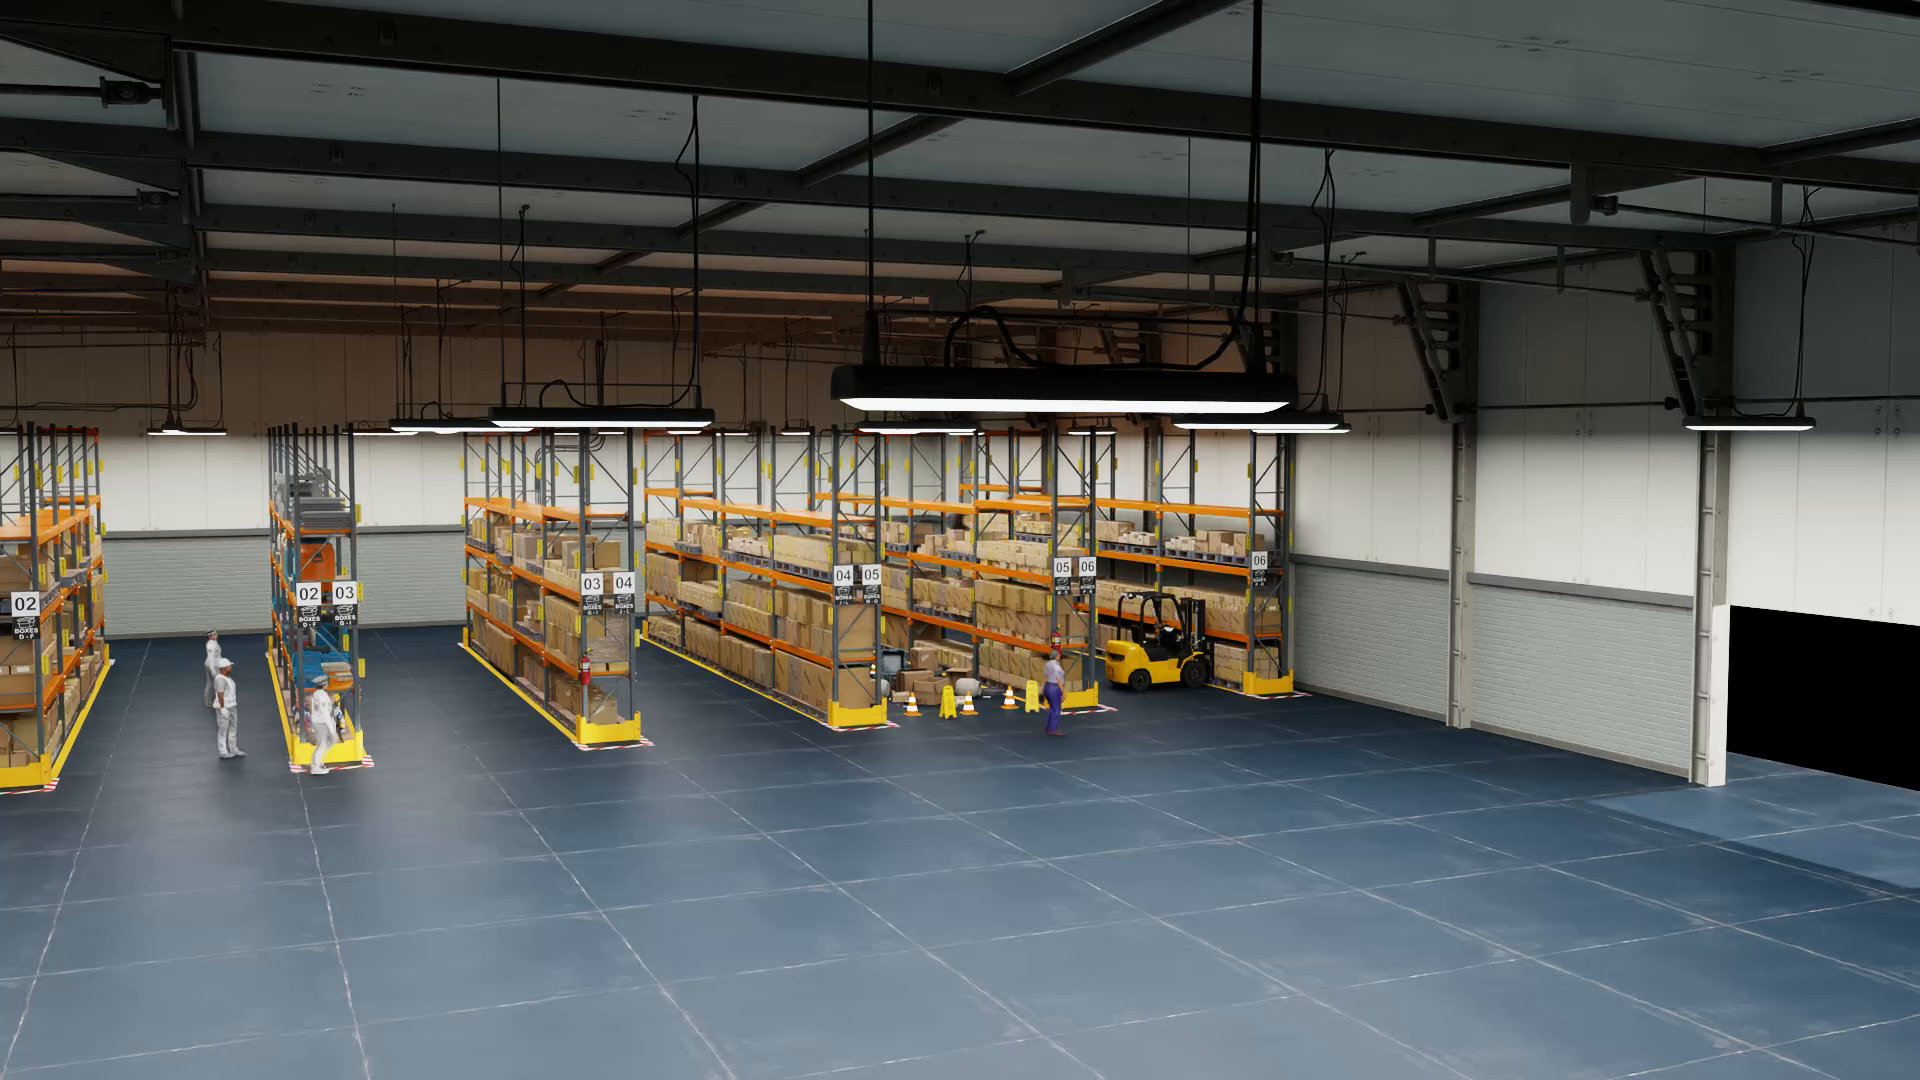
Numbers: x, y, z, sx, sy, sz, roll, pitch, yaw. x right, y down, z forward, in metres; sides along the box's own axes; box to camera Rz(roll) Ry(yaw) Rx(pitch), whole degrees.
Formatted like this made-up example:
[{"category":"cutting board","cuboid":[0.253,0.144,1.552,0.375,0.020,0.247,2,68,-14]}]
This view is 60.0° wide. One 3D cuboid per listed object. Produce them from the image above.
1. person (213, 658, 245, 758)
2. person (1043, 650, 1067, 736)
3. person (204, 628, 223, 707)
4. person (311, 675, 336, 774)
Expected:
[{"category":"person","cuboid":[-13.169,3.012,29.878,0.450,1.793,0.627,0,3,4]},{"category":"person","cuboid":[1.823,2.979,32.153,0.367,1.715,0.573,-1,4,-23]},{"category":"person","cuboid":[-15.840,2.714,35.452,0.515,1.690,0.479,-3,4,-36]},{"category":"person","cuboid":[-10.851,3.146,28.329,0.431,1.698,0.506,-2,4,-24]}]
